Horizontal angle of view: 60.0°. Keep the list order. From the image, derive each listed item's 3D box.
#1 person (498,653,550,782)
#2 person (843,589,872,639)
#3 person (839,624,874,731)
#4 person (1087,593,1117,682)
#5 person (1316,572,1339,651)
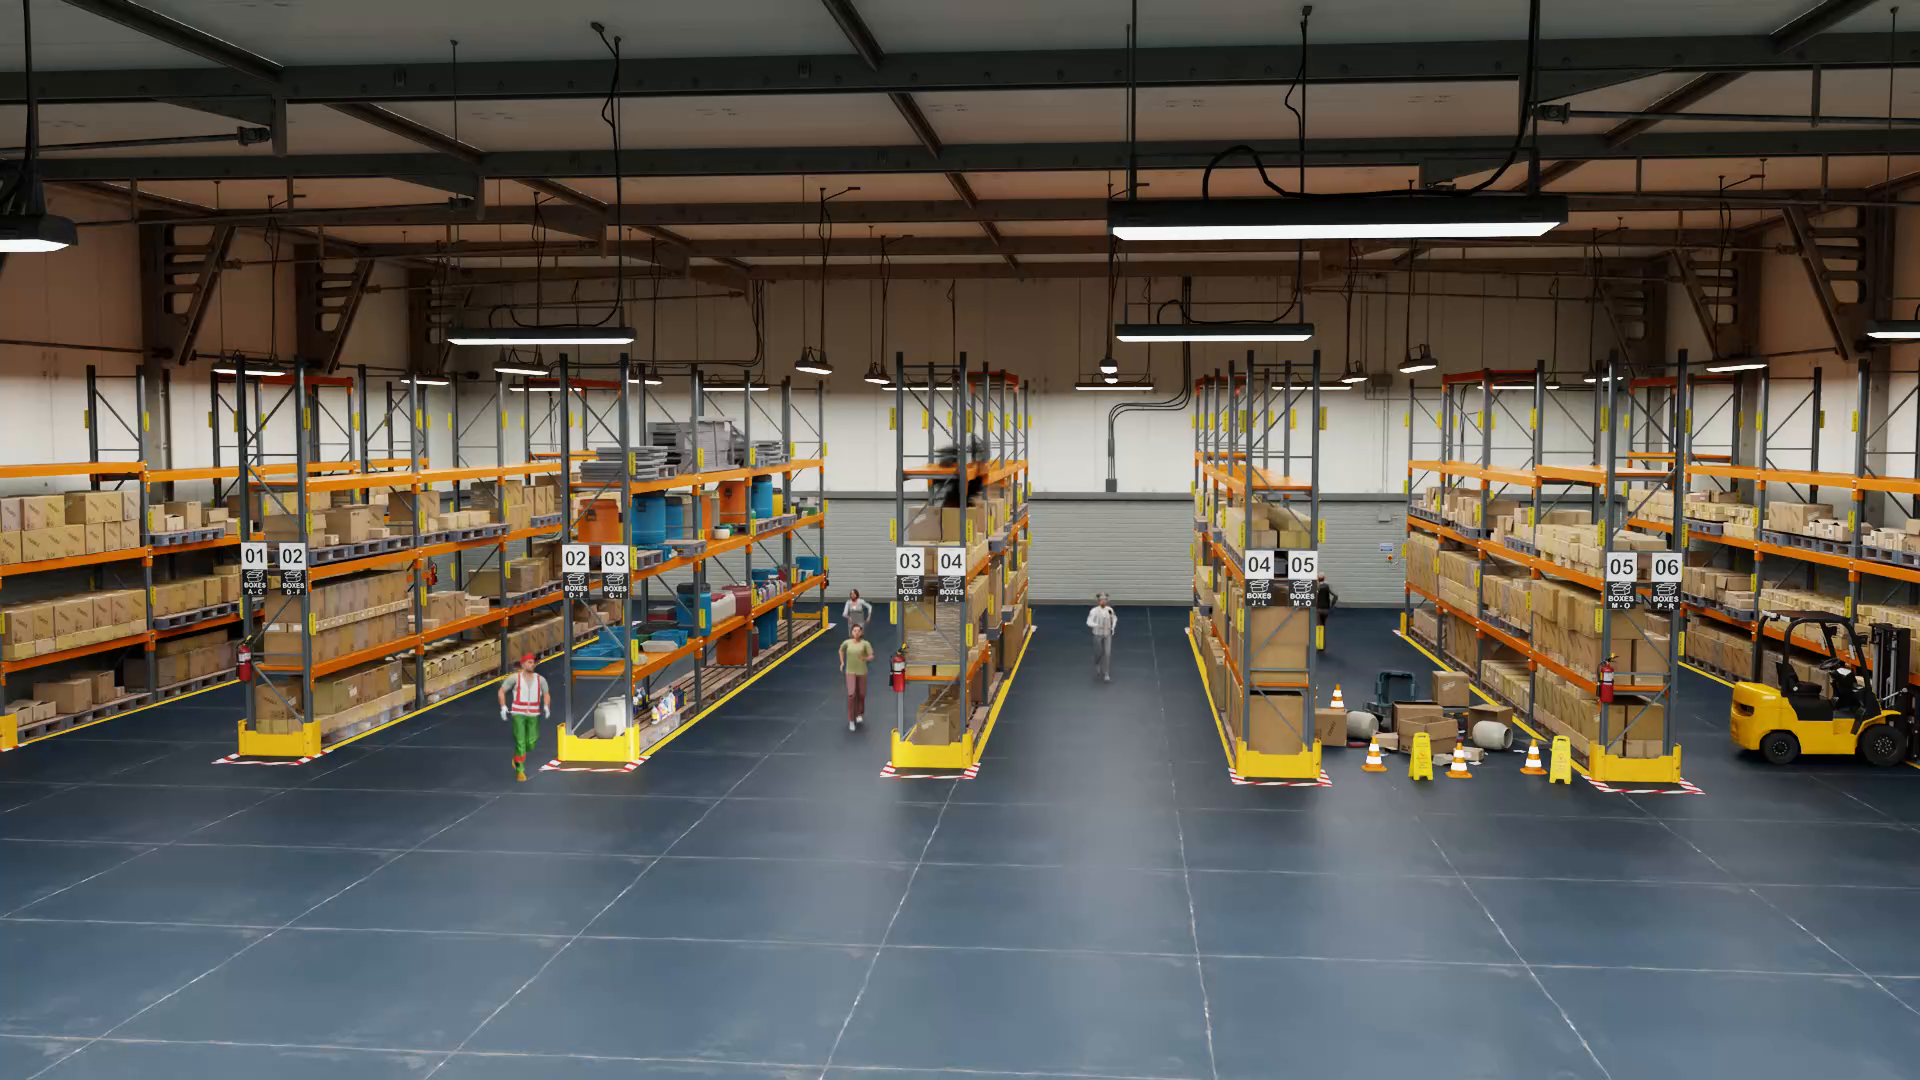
[{"bbox_3d":[-6.120,2.480,23.434,0.718,1.745,0.639,-2,5,-28],"label":"person"},{"bbox_3d":[-2.126,1.778,34.277,0.560,1.554,0.745,0,4,6],"label":"person"},{"bbox_3d":[-1.693,2.227,27.246,0.549,1.726,0.756,0,4,-7],"label":"person"},{"bbox_3d":[2.759,1.845,32.136,0.620,1.678,0.892,0,4,-5],"label":"person"},{"bbox_3d":[7.804,1.584,36.003,0.630,1.783,0.779,-1,4,-11],"label":"person"}]
